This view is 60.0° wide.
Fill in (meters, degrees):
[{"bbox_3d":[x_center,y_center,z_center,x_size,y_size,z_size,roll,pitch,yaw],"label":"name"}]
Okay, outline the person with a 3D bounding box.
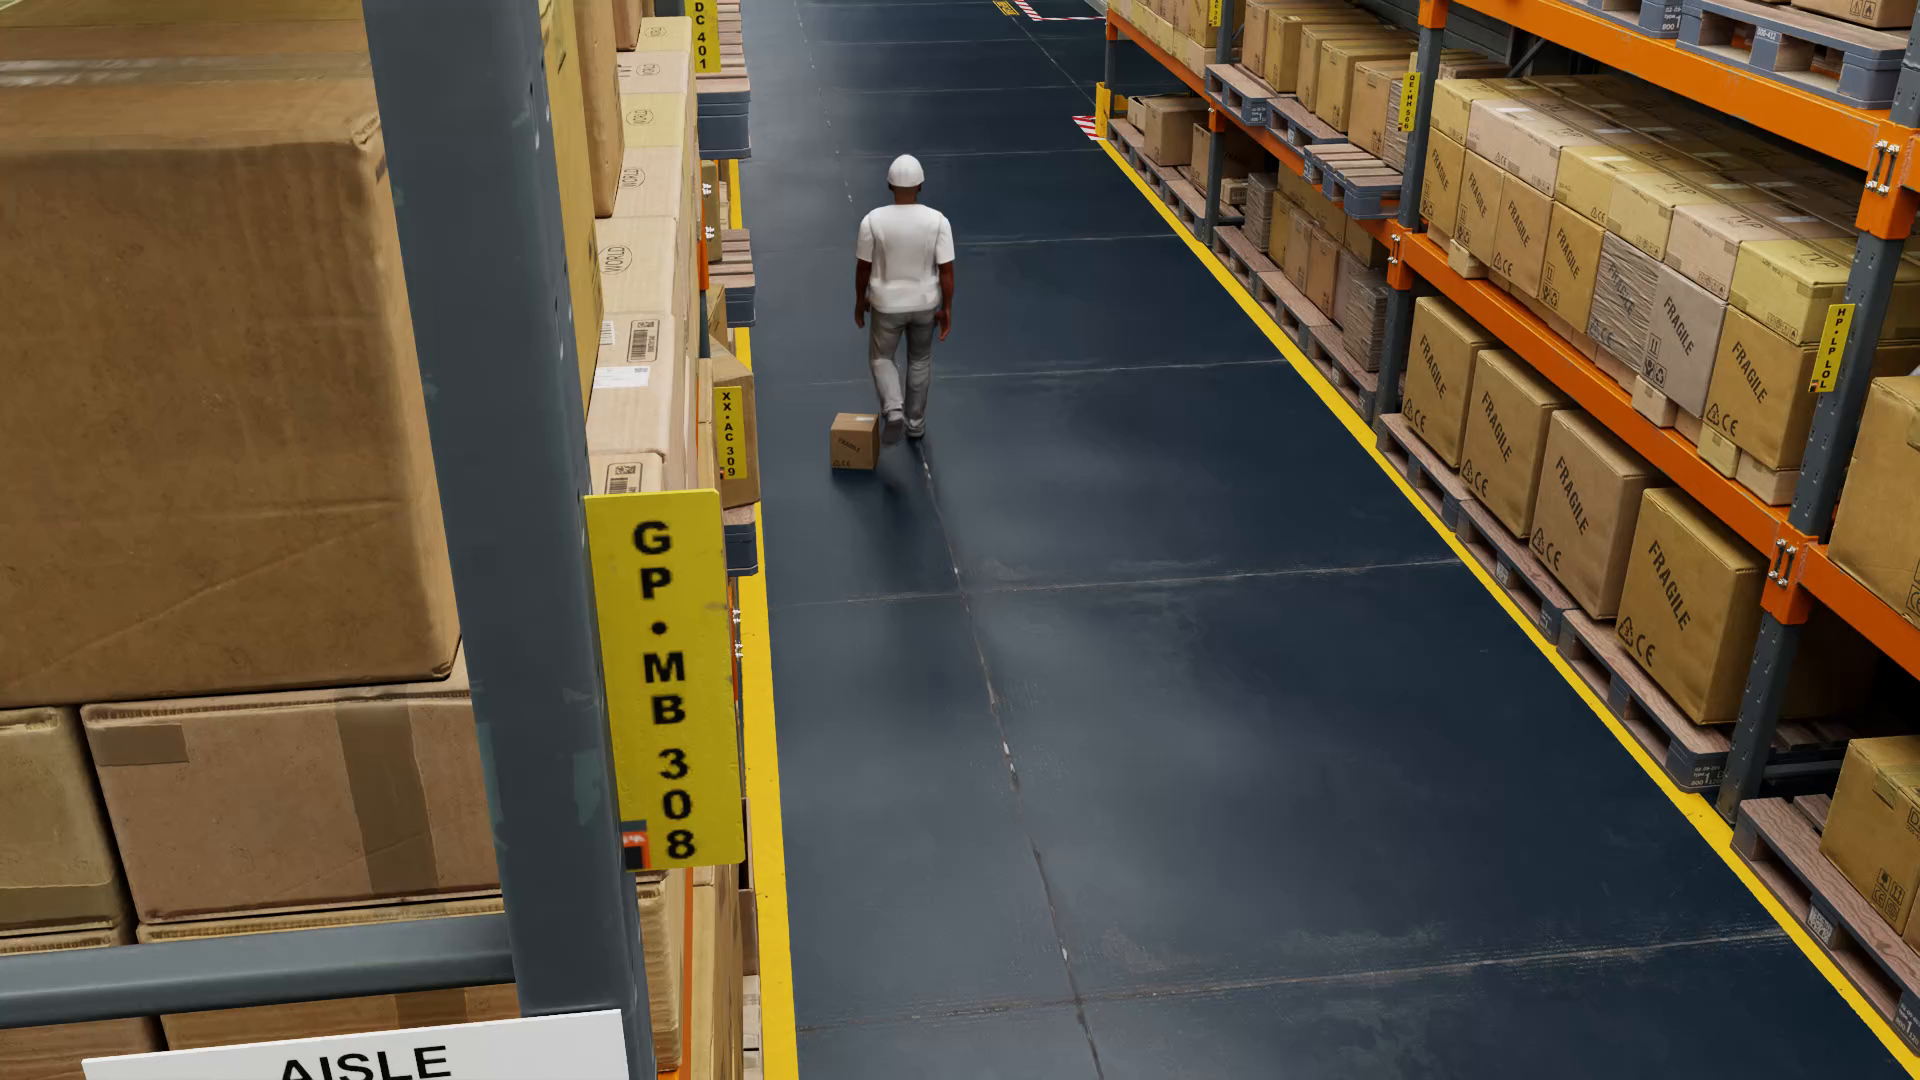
[{"bbox_3d":[-0.325,-1.379,9.753,0.579,1.749,0.706,-3,27,-7],"label":"person"}]
